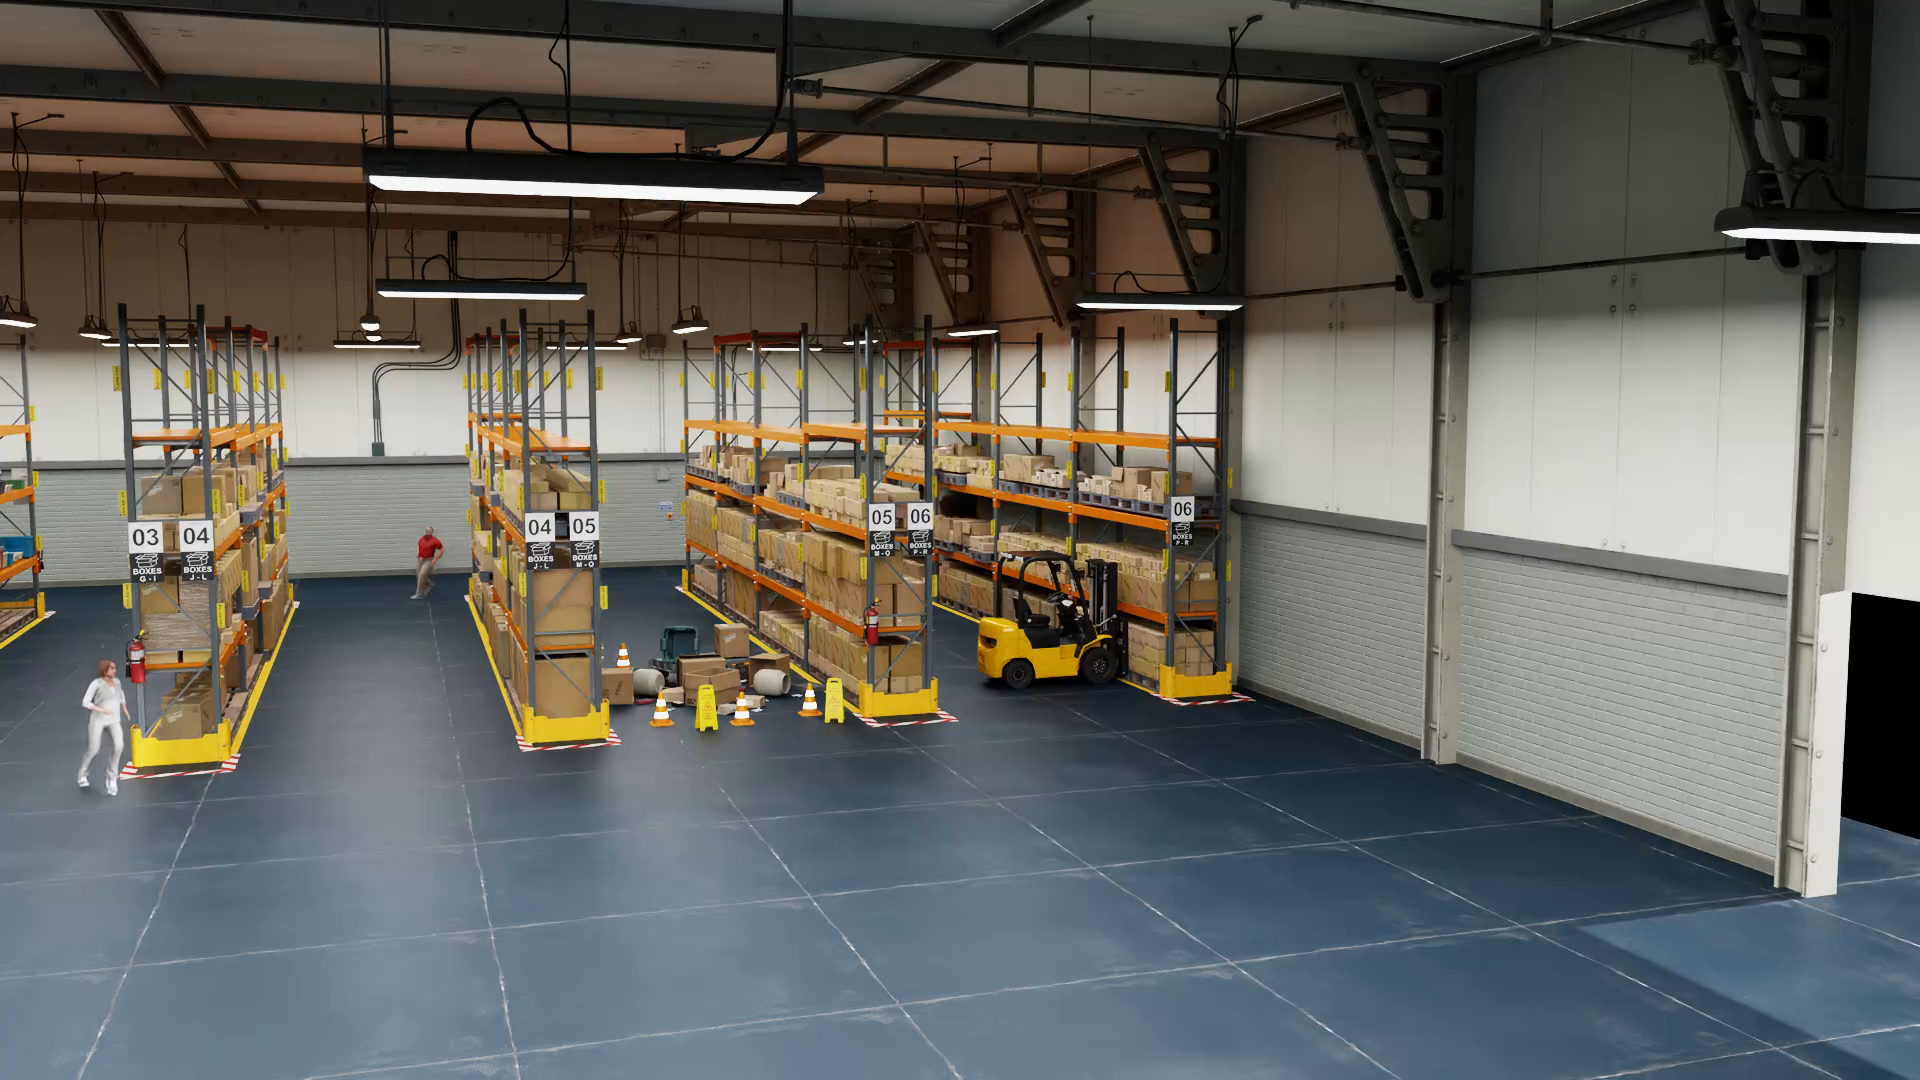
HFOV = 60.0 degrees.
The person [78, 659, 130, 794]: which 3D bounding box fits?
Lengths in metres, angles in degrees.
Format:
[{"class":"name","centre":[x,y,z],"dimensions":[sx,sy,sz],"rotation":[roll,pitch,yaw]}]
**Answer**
[{"class":"person","centre":[-10.484,2.269,20.446],"dimensions":[0.668,1.608,0.603],"rotation":[4,7,34]}]

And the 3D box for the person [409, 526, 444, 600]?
[{"class":"person","centre":[-12.298,0.515,38.476],"dimensions":[0.759,1.681,0.819],"rotation":[2,6,23]}]
